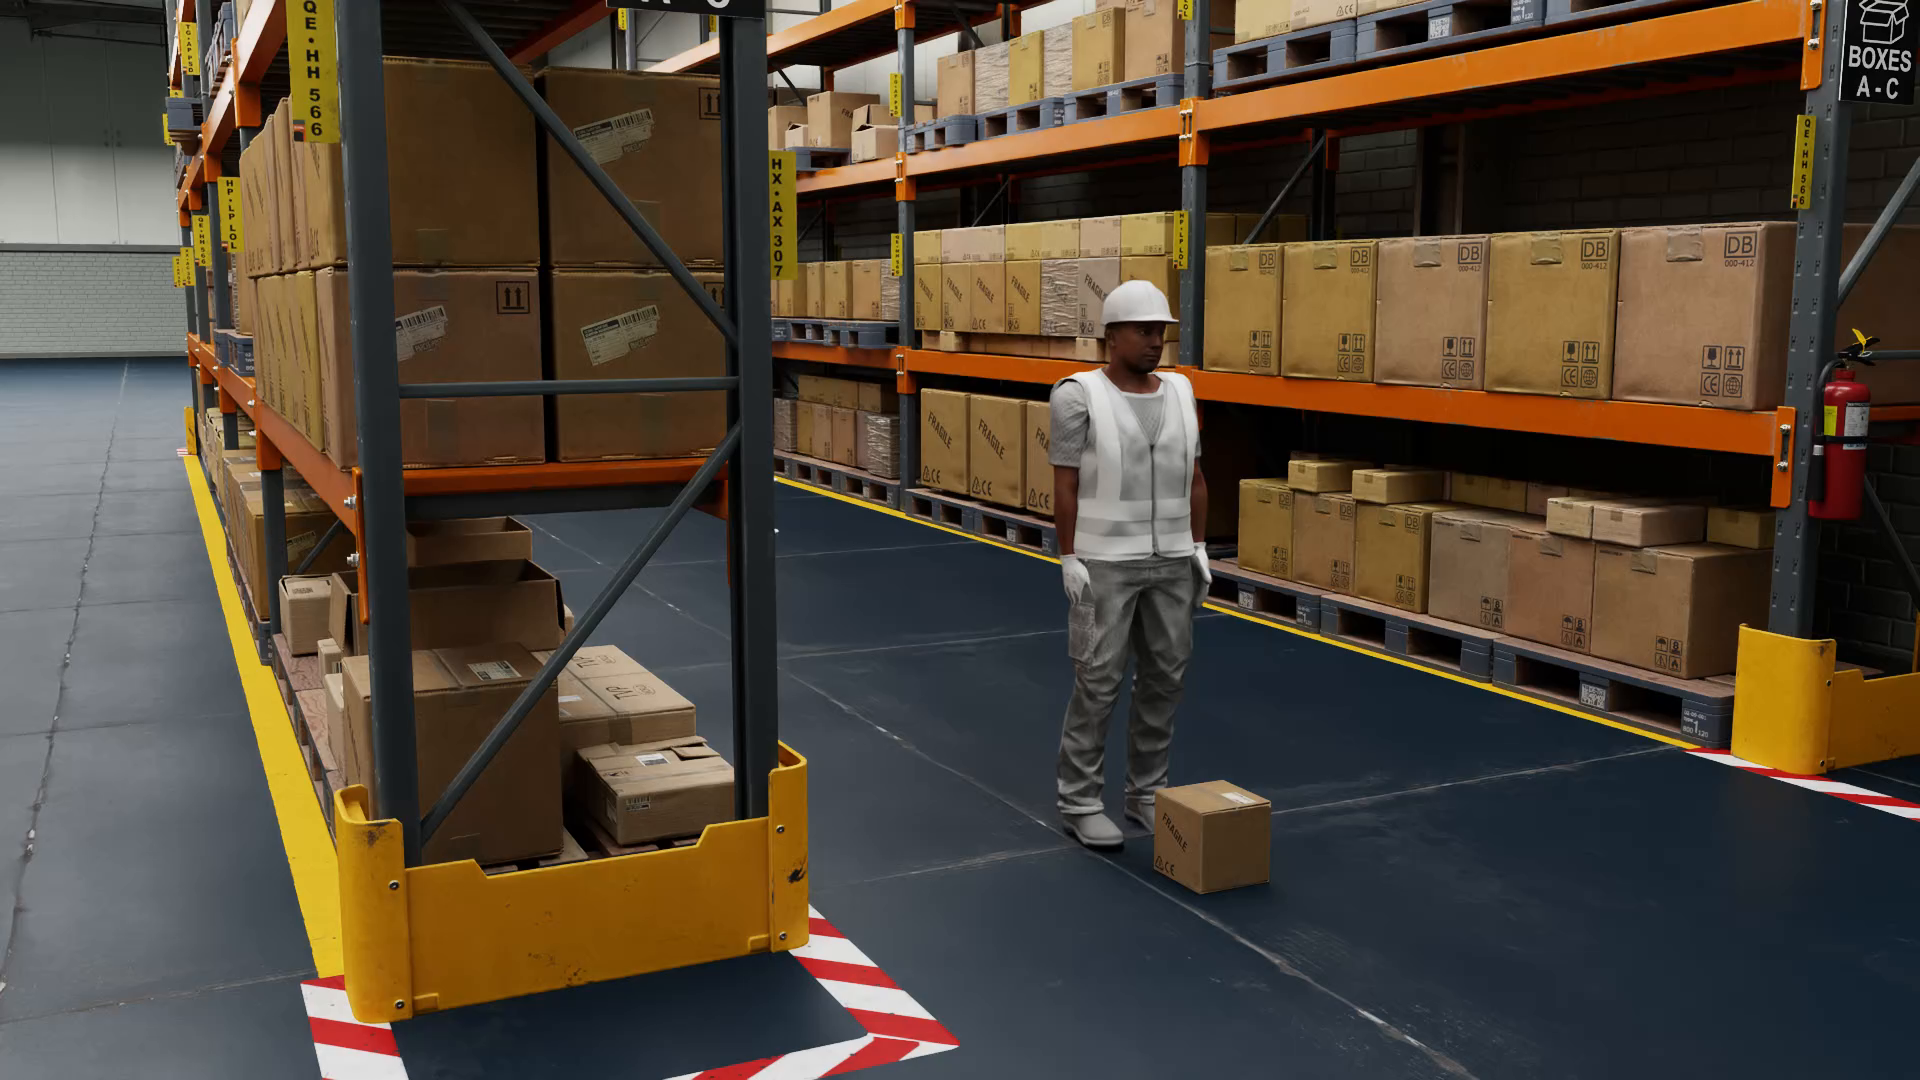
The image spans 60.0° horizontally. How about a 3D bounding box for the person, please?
[{"bbox_3d":[0.553,0.075,5.314,0.547,1.791,0.361,-4,9,-25],"label":"person"}]
